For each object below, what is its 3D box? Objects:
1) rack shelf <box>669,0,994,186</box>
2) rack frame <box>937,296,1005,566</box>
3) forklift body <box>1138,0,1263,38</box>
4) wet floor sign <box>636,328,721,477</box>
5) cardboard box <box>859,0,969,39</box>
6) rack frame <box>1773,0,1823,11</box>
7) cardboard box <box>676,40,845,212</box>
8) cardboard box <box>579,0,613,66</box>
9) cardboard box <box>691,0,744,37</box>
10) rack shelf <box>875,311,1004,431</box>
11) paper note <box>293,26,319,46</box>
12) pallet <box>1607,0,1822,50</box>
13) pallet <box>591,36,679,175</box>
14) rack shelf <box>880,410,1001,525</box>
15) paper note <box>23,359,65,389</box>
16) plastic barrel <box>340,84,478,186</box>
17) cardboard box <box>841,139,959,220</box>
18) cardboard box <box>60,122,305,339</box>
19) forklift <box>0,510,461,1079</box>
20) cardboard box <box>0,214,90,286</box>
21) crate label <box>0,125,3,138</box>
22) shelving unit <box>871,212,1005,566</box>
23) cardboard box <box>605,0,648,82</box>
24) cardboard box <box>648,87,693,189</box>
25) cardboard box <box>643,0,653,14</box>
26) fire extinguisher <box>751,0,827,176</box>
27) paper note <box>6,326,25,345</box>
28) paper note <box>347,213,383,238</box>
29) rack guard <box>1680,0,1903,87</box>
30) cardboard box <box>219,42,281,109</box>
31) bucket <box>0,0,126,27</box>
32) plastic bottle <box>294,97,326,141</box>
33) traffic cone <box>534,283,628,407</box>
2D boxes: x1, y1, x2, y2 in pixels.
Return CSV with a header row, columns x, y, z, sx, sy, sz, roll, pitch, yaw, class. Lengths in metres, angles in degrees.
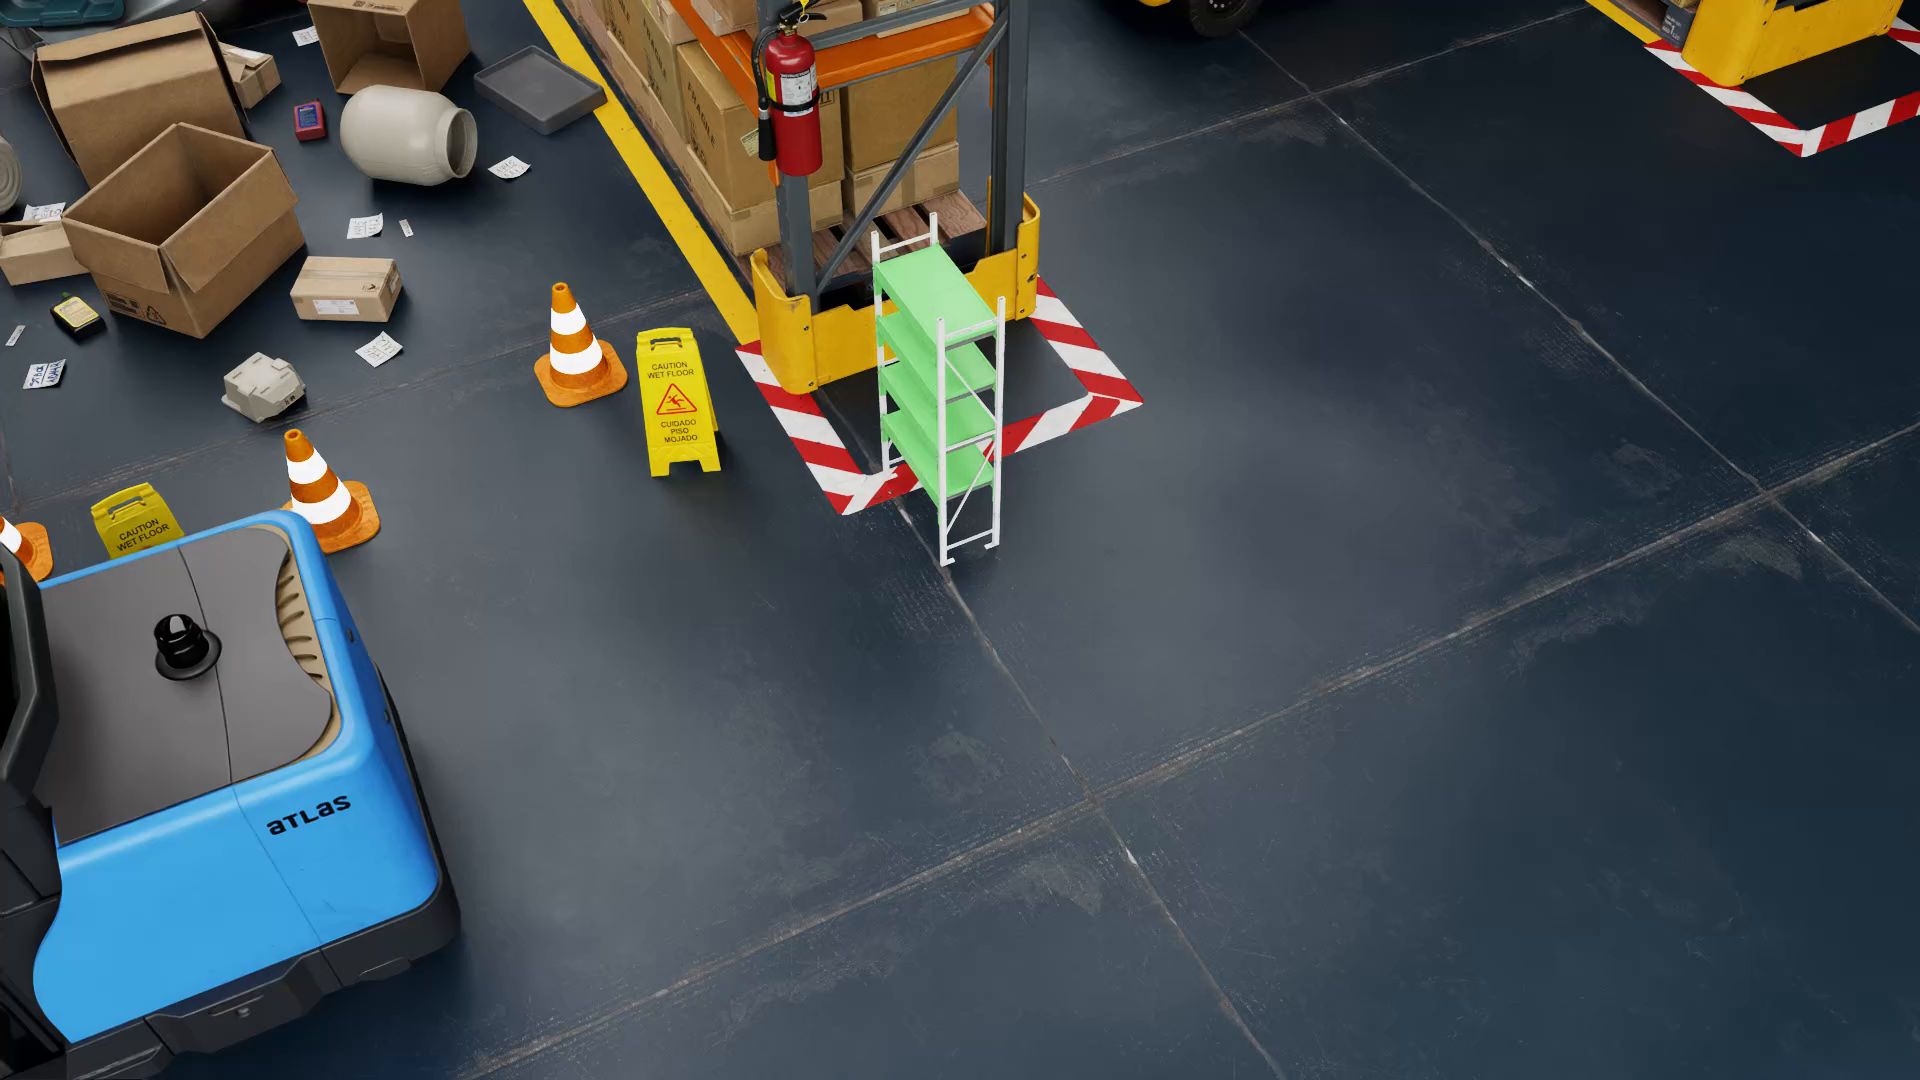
x,y,z,sx,sy,sz,roll,pitch,yaw,class
-1.131,-2.929,7.297,1.077,0.370,4.000,-21,52,-18,rack shelf
0.036,-0.342,5.752,0.240,1.200,0.015,-21,52,-18,rack frame
1.706,-3.901,8.233,2.313,2.155,1.214,-21,52,-18,forklift body
-1.081,-0.556,6.308,0.267,0.644,0.232,-5,49,-5,wet floor sign
-0.187,-2.043,6.211,0.380,0.149,0.250,-21,52,-17,cardboard box
4.196,-3.539,7.353,1.000,3.000,0.127,-21,52,-18,rack frame
-0.815,-1.753,6.840,0.500,0.500,0.500,-21,52,-17,cardboard box
-1.517,-2.542,8.028,0.500,0.250,0.500,-22,52,-18,cardboard box
-0.792,-2.052,6.219,0.380,0.149,0.250,-22,52,-18,cardboard box
-0.076,-0.622,5.763,0.258,0.148,0.480,-21,52,-18,rack shelf
-3.321,-2.585,8.490,0.148,0.019,0.142,-21,52,-18,paper note
3.809,-3.119,8.837,1.003,0.211,1.213,-21,52,-18,pallet
-1.146,-2.331,8.149,1.003,0.211,1.213,-21,52,-18,pallet
-0.076,-0.306,6.124,0.258,0.148,0.480,-21,52,-18,rack shelf
-3.760,-0.683,6.828,0.144,0.017,0.142,-5,49,-5,paper note
-2.507,-1.840,7.578,0.512,0.421,0.421,10,50,8,plastic barrel
-0.339,-1.695,7.288,0.500,0.250,0.500,-22,52,-18,cardboard box
-3.271,-1.309,7.060,0.637,0.503,0.797,18,51,15,cardboard box
-3.097,0.440,3.918,3.031,2.935,1.130,-20,52,-17,forklift
-3.977,-1.316,7.224,0.396,0.266,0.258,-13,50,-11,cardboard box
-4.671,-1.894,7.815,0.250,0.136,0.298,18,51,15,crate label
-0.076,-0.506,5.895,0.258,1.200,0.503,-21,52,-18,shelving unit
-1.281,-2.442,7.442,0.500,0.500,0.500,-22,52,-18,cardboard box
-1.055,-1.858,7.430,0.500,0.250,0.500,-21,52,-17,cardboard box
-1.154,-2.359,6.939,0.380,0.149,0.250,-20,52,-17,cardboard box
-0.573,-1.566,5.679,0.296,0.674,0.183,-21,52,-18,fire extinguisher
-3.973,-0.861,6.996,0.032,0.001,0.123,2,49,2,paper note
-2.674,-1.413,7.473,0.148,0.019,0.142,-5,49,-5,paper note
4.207,-2.700,8.280,1.175,0.500,0.348,-21,52,-18,rack guard
-3.582,-2.320,8.102,0.396,0.266,0.258,18,51,15,cardboard box
-4.289,-2.857,7.921,0.726,0.611,0.620,-5,39,-5,bucket
-3.124,-2.027,7.982,0.133,0.061,0.283,-13,50,-11,plastic bottle
-1.560,-0.835,6.673,0.336,0.463,0.334,-21,52,-18,traffic cone
